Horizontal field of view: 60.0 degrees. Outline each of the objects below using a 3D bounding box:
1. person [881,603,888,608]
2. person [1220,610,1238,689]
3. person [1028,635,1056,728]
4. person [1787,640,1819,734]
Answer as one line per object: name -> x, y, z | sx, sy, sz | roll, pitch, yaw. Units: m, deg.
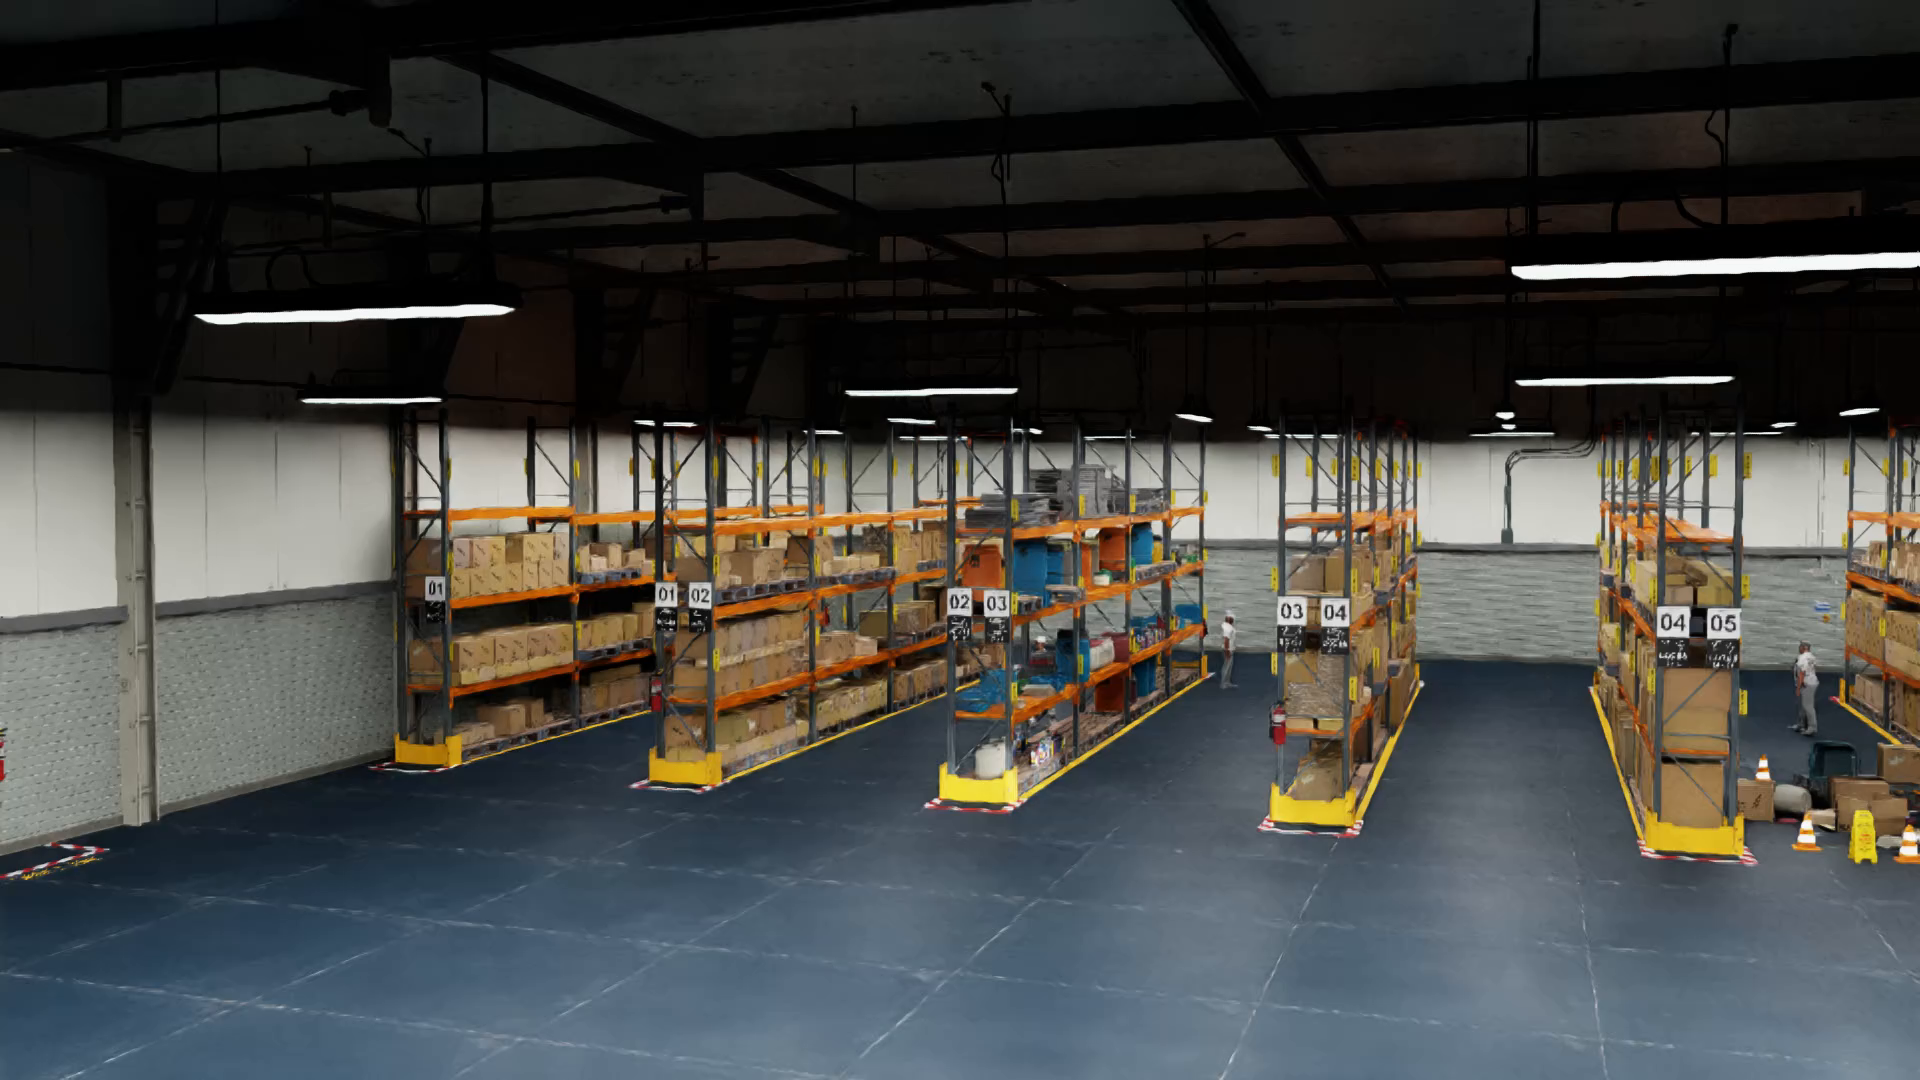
person -> -1.819, 2.380, 42.024 | 0.500, 1.625, 0.997 | 1, 3, 18
person -> 6.122, 2.484, 37.844 | 0.390, 1.769, 0.657 | 1, 3, 13
person -> 1.547, 2.732, 32.178 | 0.662, 1.785, 0.787 | 0, 2, 6
person -> 15.977, 2.763, 31.499 | 0.592, 1.744, 0.668 | 2, 3, 40
